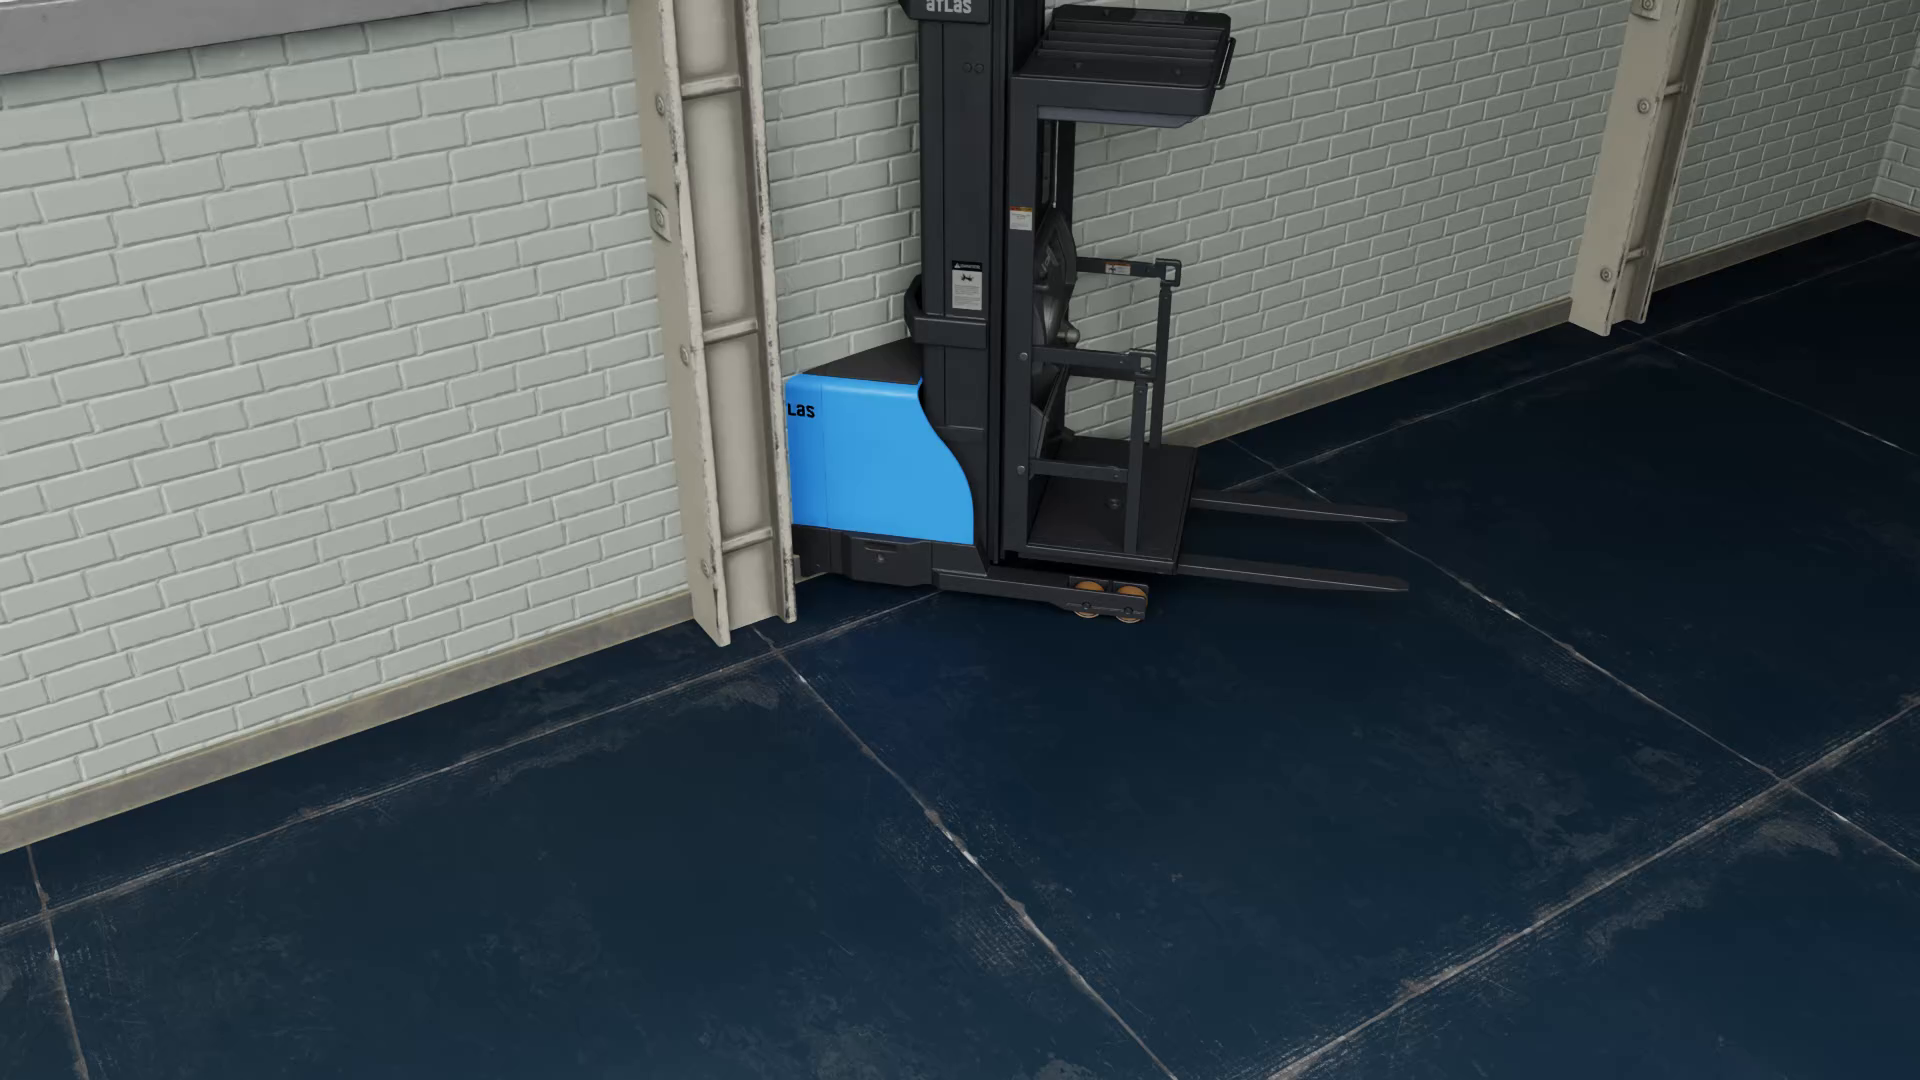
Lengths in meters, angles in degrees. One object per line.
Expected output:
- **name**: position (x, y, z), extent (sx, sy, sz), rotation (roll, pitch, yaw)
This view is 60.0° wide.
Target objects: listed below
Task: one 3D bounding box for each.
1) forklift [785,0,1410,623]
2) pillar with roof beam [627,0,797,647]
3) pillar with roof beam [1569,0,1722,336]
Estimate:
- **forklift**: position (0.610, -1.170, 7.357), extent (3.031, 2.935, 1.130), rotation (7, 33, 10)
- **pillar with roof beam**: position (1.335, -1.519, 2.224), extent (0.400, 9.000, 9.100), rotation (-19, 37, -27)
- **pillar with roof beam**: position (6.378, -3.254, 4.973), extent (0.400, 9.000, 9.100), rotation (-19, 37, -27)
